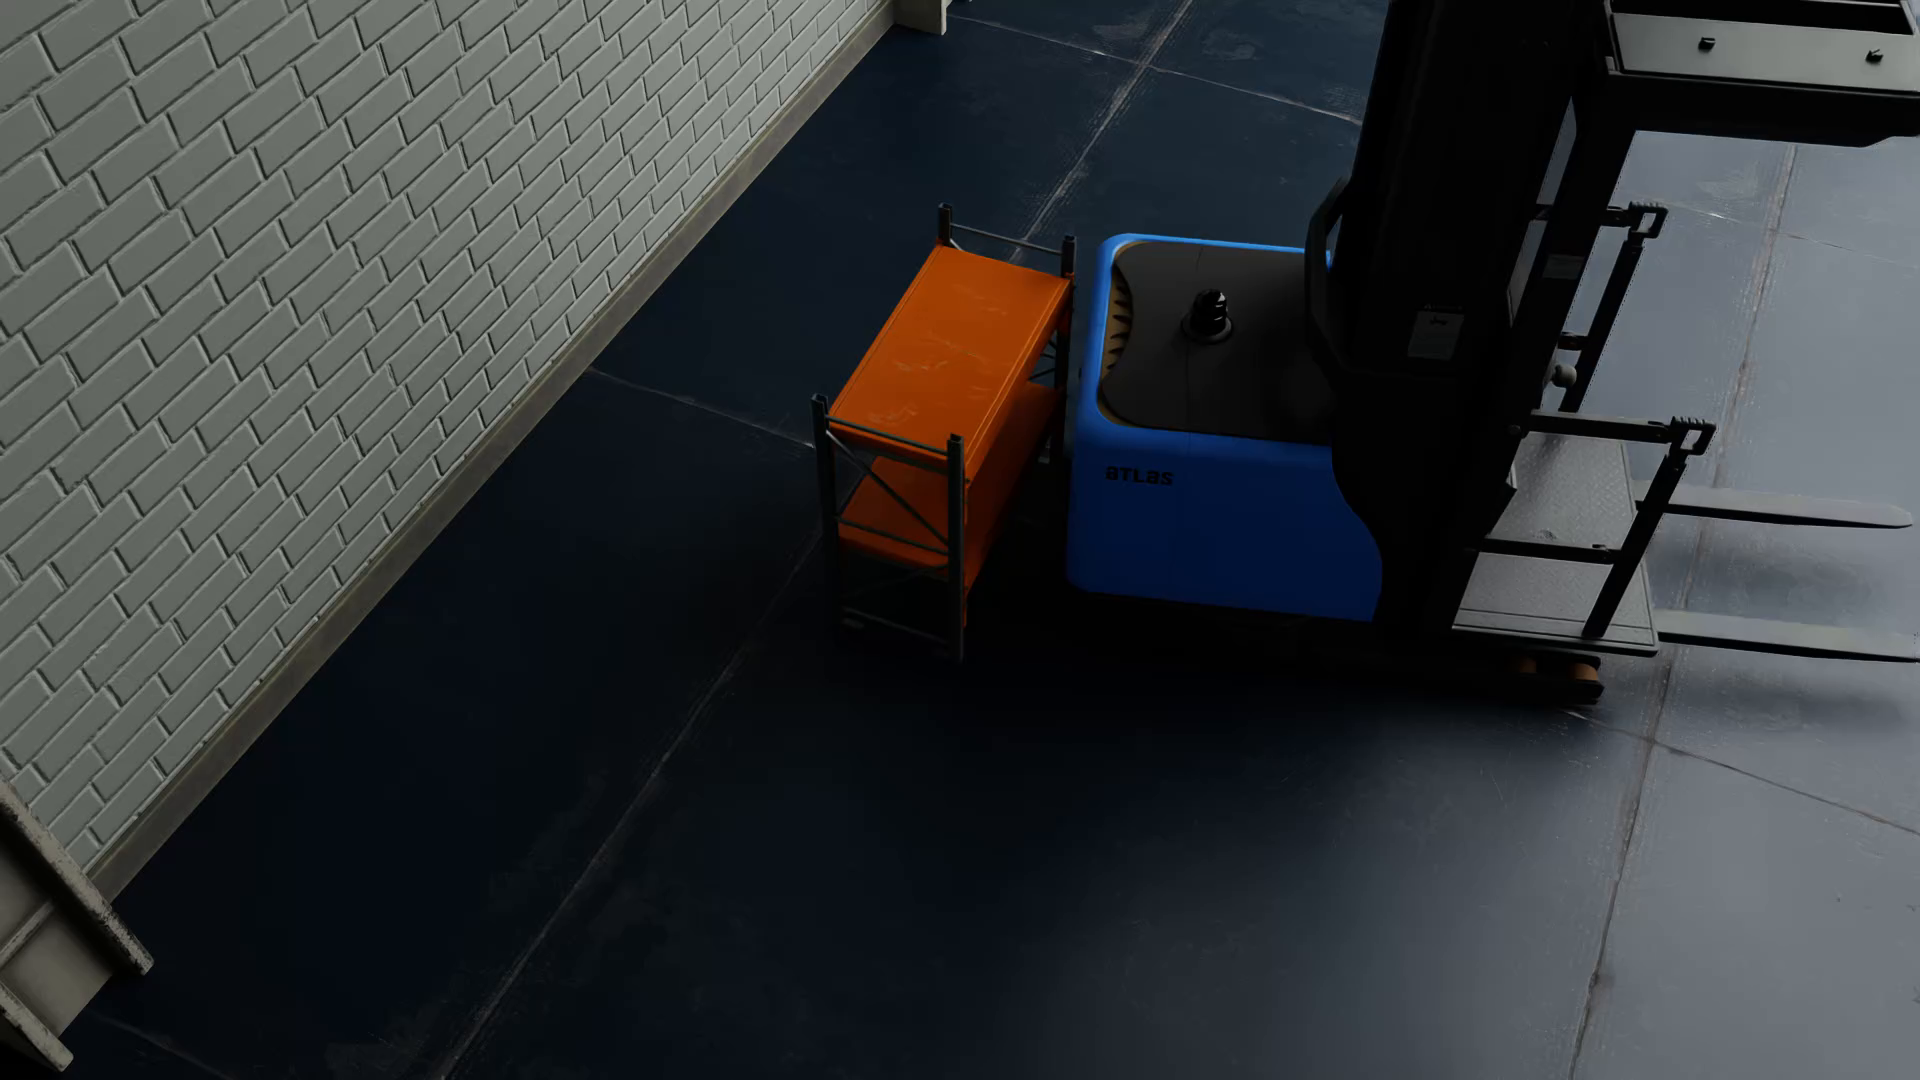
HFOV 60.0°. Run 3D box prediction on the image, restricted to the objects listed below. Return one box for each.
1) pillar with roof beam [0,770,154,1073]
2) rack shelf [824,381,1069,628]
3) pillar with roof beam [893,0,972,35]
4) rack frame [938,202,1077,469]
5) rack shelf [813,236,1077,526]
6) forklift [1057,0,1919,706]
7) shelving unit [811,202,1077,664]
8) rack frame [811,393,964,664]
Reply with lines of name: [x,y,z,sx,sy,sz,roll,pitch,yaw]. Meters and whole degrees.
pillar with roof beam: [1.182,-0.127,0.449,9.100,9.000,0.400,20,52,16]
rack shelf: [-0.032,-0.209,6.010,0.538,0.278,1.000,17,52,14]
pillar with roof beam: [3.745,-4.258,3.965,9.100,9.000,0.400,20,52,16]
rack frame: [0.162,-0.726,6.129,0.500,1.125,0.032,17,52,14]
rack shelf: [-0.032,-0.557,5.601,0.538,0.278,1.000,17,52,14]
forklift: [1.905,-0.809,5.014,3.031,2.935,1.130,6,50,5]
shelving unit: [-0.032,-0.367,5.824,0.538,1.125,1.048,17,52,14]
rack frame: [-0.225,-0.009,5.519,0.500,1.125,0.032,17,52,14]
